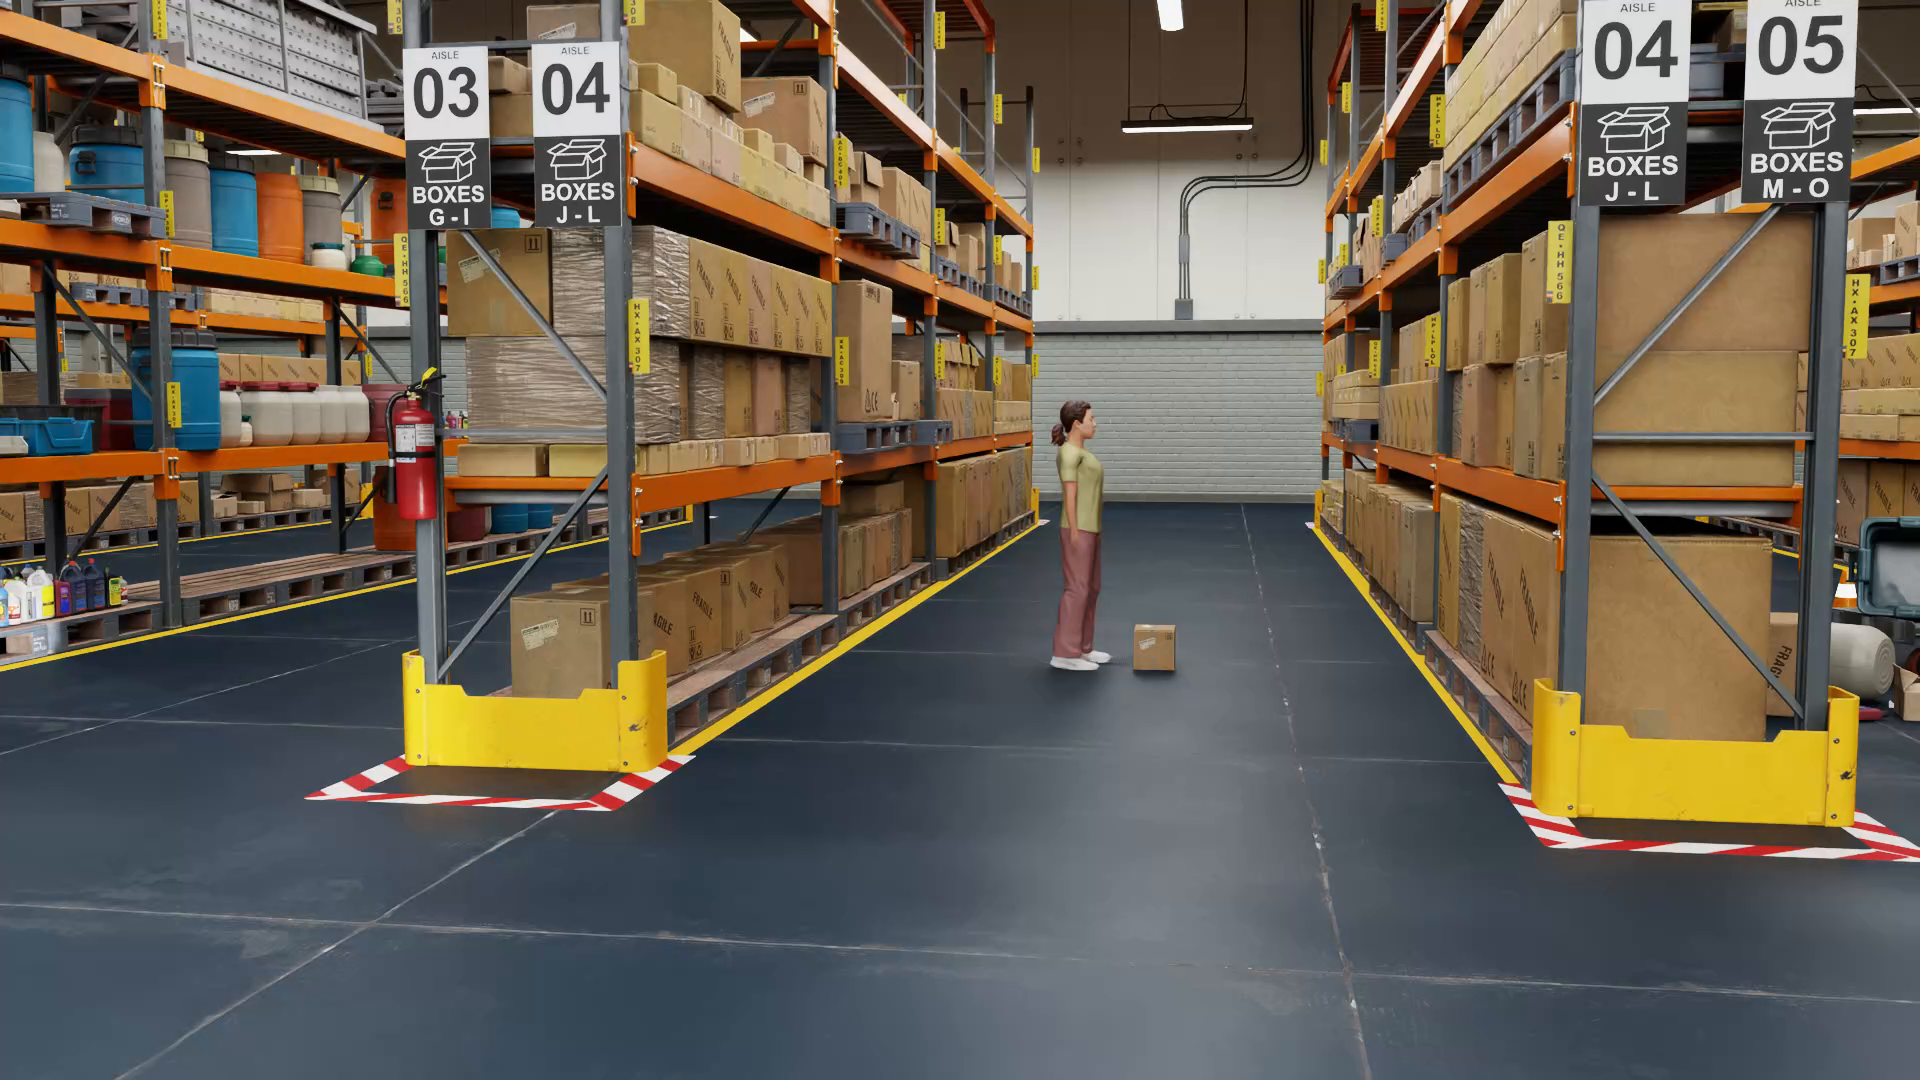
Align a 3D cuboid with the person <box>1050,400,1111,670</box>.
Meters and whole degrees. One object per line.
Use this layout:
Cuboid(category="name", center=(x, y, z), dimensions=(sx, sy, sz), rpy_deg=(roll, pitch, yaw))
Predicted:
Cuboid(category="person", center=(0.751, -0.032, 10.431), dimensions=(0.382, 1.685, 0.439), rpy_deg=(1, 5, 10))
